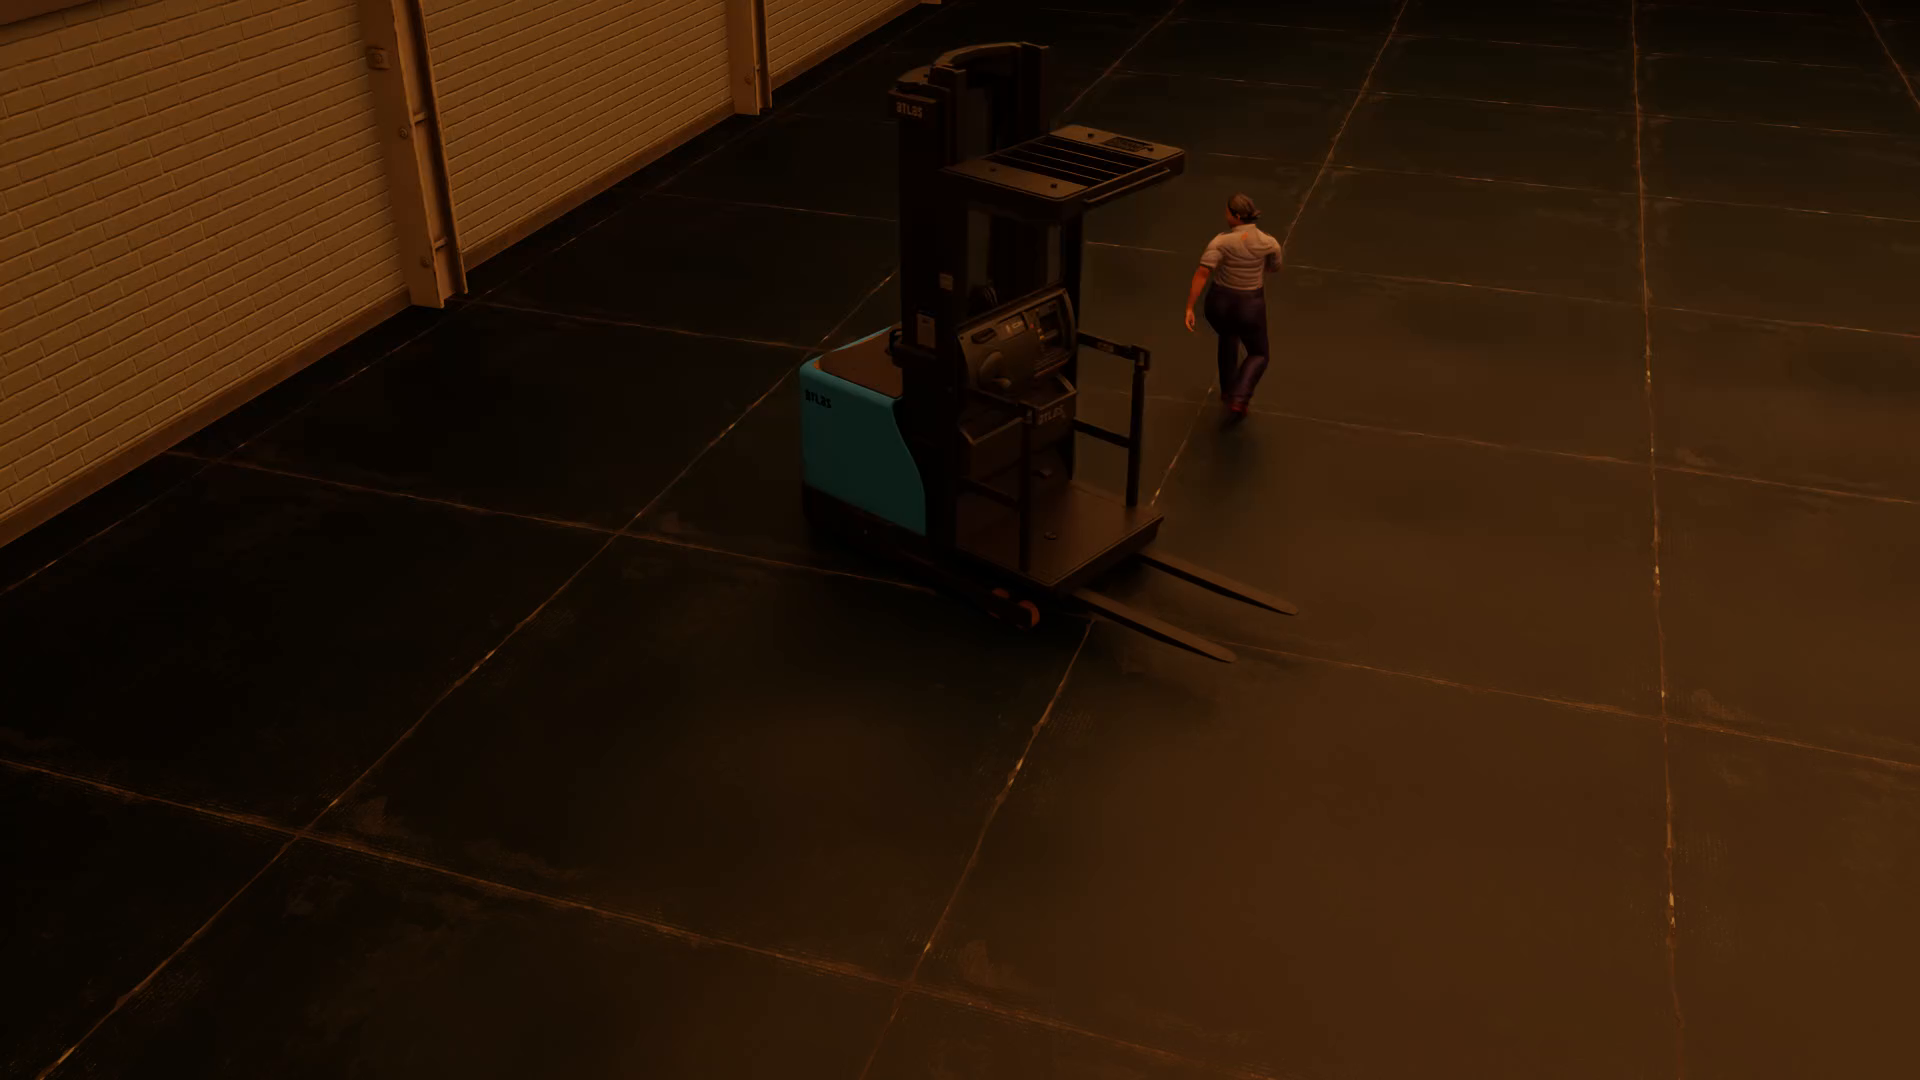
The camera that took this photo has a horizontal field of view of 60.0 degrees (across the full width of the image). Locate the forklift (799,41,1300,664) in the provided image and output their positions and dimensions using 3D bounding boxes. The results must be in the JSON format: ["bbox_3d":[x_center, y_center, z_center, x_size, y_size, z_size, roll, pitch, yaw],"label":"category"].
[{"bbox_3d":[0.478,-1.066,9.007,3.031,2.935,1.130,23,37,35],"label":"forklift"}]

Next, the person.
[{"bbox_3d":[1.880,-1.602,11.348,0.533,1.574,0.776,11,32,19],"label":"person"}]
